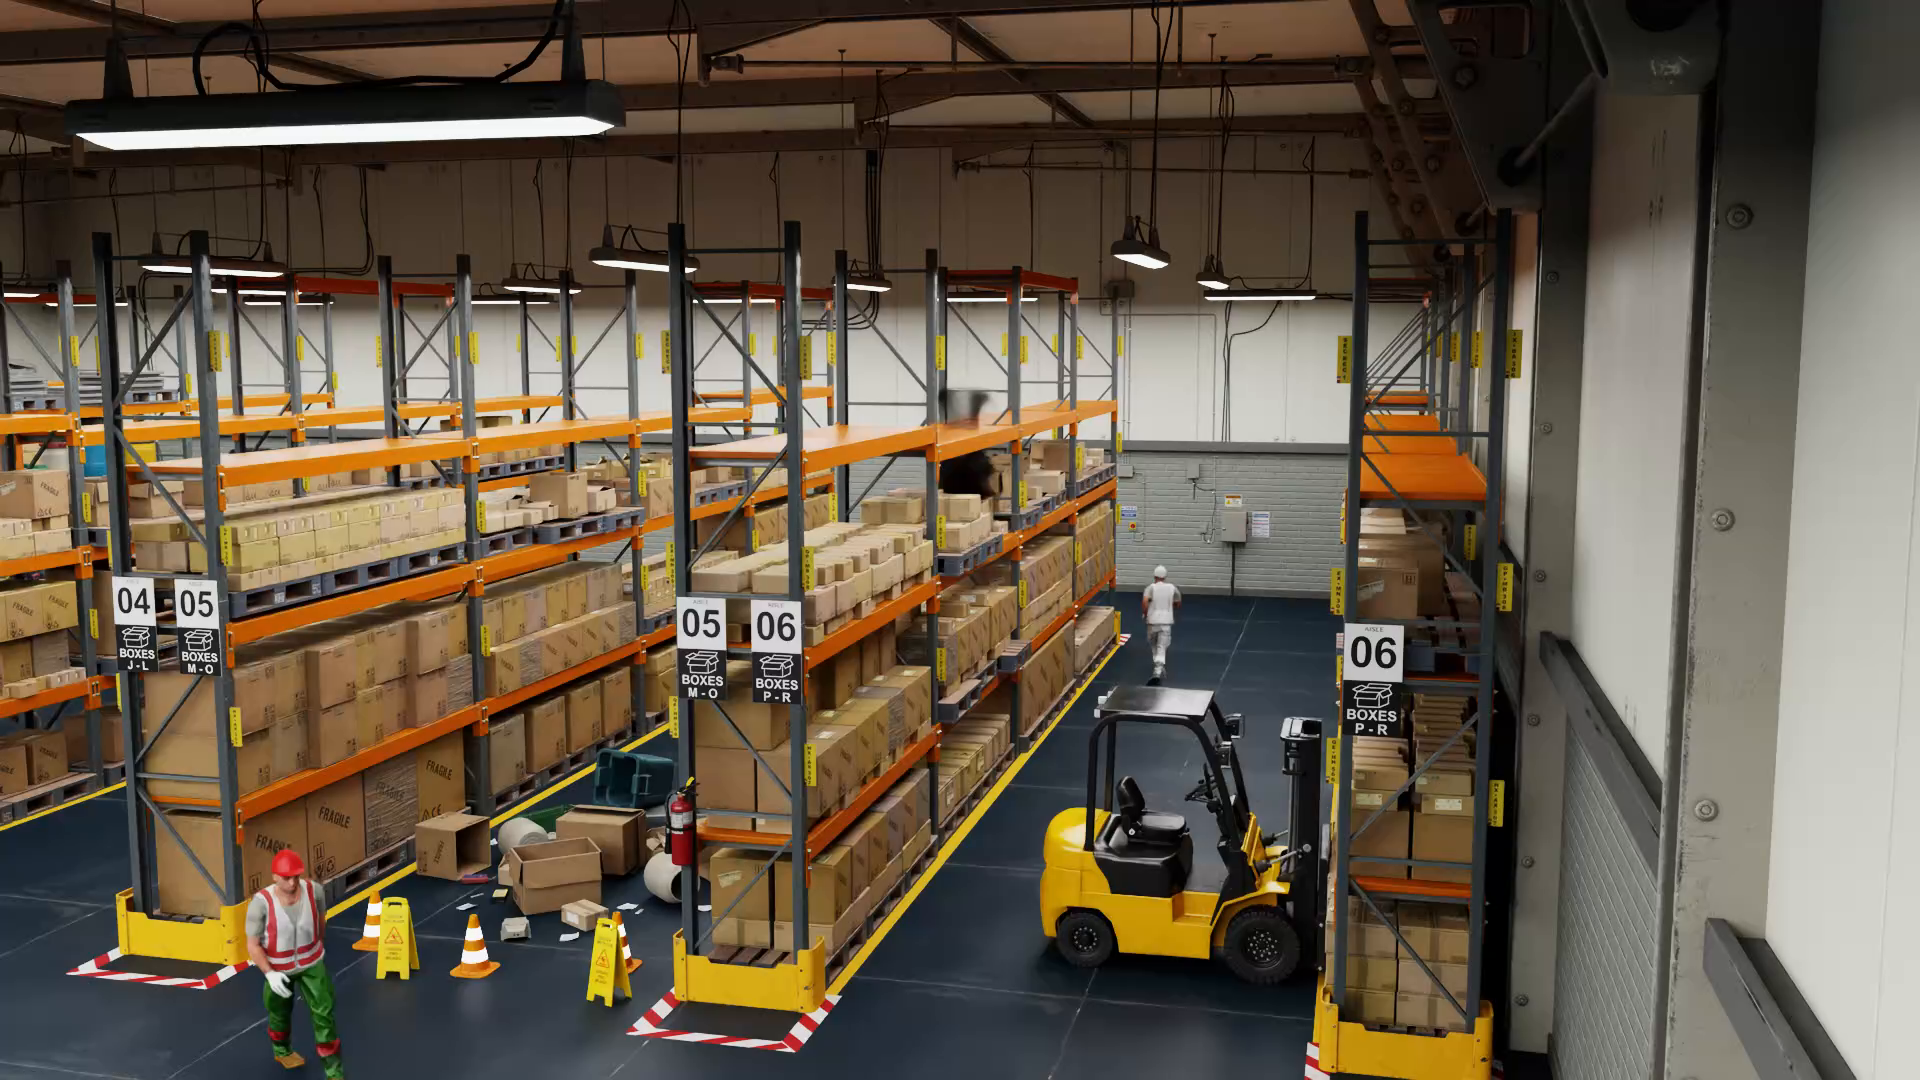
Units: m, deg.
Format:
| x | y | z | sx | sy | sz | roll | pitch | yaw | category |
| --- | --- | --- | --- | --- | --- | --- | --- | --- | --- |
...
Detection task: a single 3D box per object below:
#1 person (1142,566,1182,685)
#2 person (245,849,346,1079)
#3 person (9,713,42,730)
| x | y | z | sx | sy | sz | roll | pitch | yaw | category |
| --- | --- | --- | --- | --- | --- | --- | --- | --- | --- |
| 3.000 | 1.283 | 24.664 | 0.620 | 1.764 | 0.855 | 0 | 7 | 2 | person |
| -4.557 | 2.938 | 11.425 | 0.635 | 1.779 | 0.903 | -4 | 8 | -28 | person |
| -11.822 | 1.793 | 21.006 | 0.659 | 1.678 | 0.776 | 0 | 7 | 3 | person |
